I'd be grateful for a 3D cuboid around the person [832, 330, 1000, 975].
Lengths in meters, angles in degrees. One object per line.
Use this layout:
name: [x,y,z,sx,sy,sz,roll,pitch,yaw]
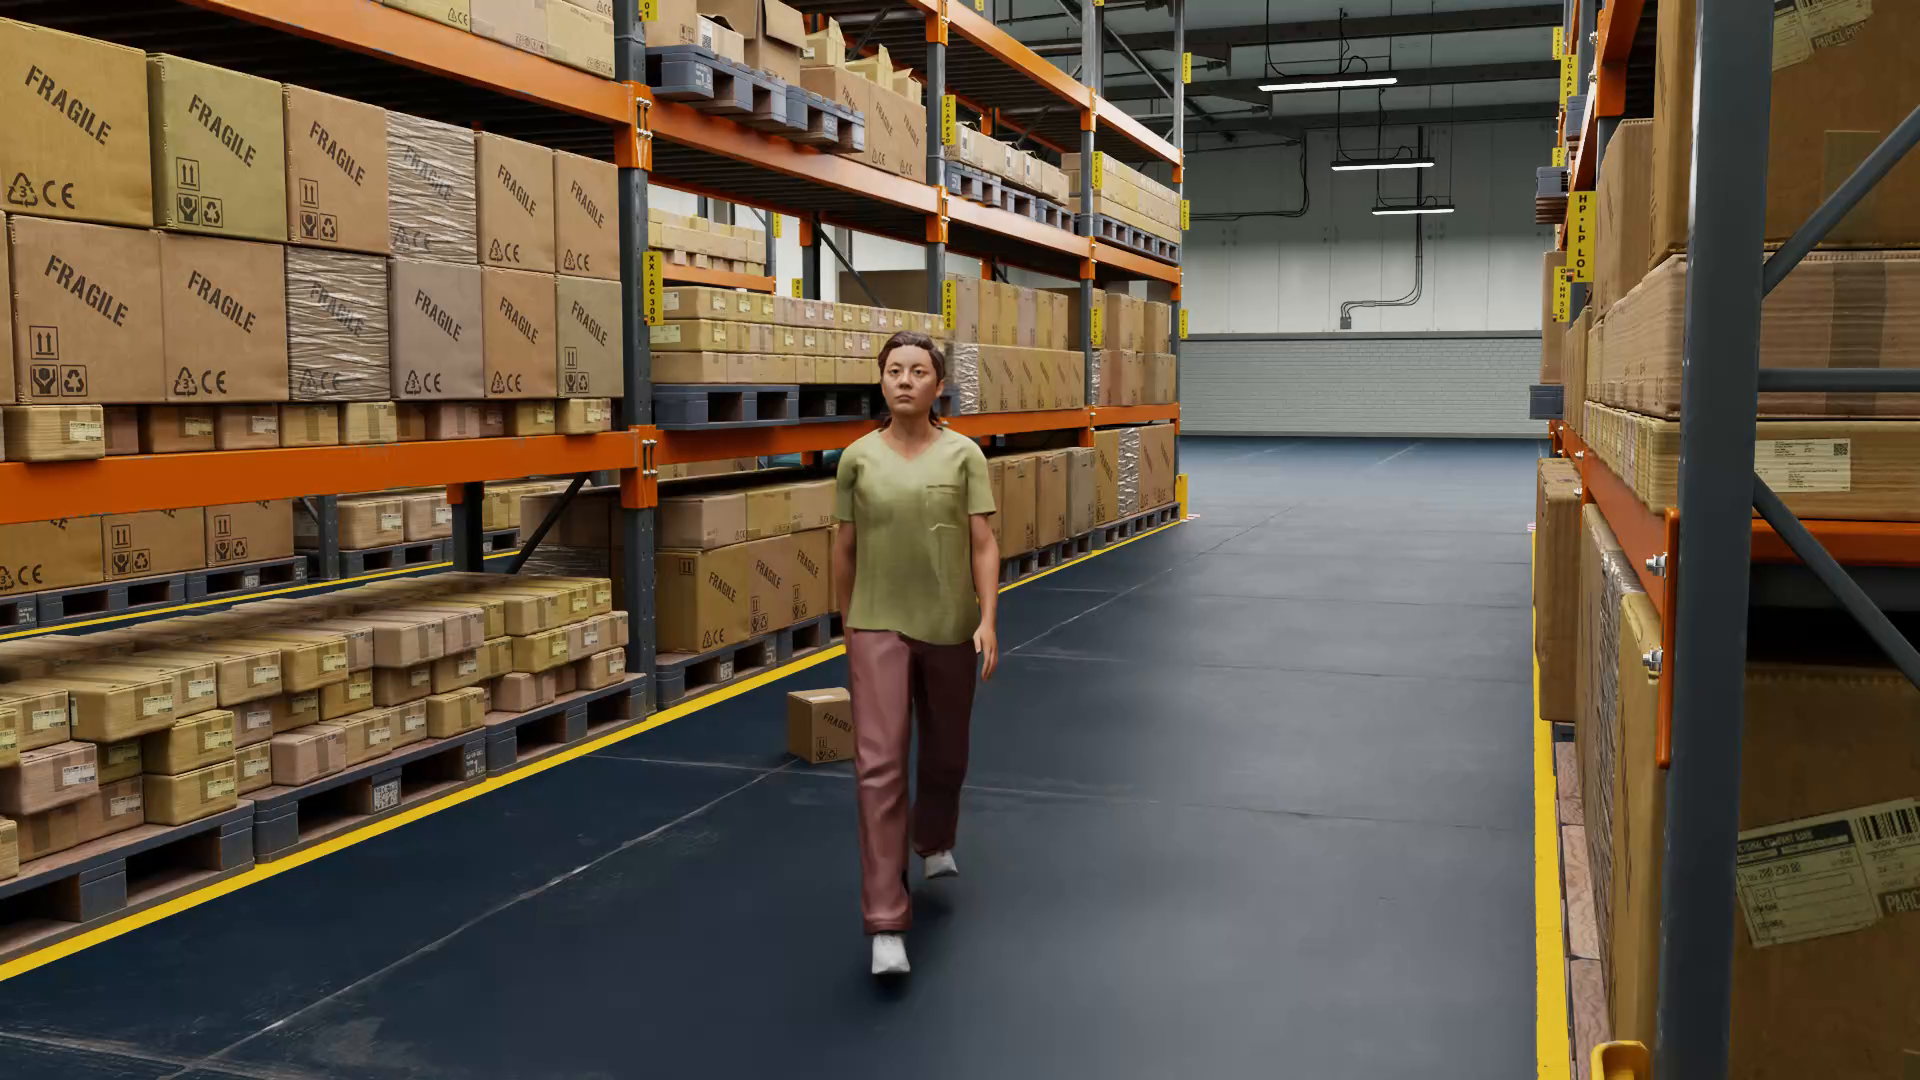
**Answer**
person: [-0.118,0.252,4.484,0.448,1.627,0.989,0,5,-5]
